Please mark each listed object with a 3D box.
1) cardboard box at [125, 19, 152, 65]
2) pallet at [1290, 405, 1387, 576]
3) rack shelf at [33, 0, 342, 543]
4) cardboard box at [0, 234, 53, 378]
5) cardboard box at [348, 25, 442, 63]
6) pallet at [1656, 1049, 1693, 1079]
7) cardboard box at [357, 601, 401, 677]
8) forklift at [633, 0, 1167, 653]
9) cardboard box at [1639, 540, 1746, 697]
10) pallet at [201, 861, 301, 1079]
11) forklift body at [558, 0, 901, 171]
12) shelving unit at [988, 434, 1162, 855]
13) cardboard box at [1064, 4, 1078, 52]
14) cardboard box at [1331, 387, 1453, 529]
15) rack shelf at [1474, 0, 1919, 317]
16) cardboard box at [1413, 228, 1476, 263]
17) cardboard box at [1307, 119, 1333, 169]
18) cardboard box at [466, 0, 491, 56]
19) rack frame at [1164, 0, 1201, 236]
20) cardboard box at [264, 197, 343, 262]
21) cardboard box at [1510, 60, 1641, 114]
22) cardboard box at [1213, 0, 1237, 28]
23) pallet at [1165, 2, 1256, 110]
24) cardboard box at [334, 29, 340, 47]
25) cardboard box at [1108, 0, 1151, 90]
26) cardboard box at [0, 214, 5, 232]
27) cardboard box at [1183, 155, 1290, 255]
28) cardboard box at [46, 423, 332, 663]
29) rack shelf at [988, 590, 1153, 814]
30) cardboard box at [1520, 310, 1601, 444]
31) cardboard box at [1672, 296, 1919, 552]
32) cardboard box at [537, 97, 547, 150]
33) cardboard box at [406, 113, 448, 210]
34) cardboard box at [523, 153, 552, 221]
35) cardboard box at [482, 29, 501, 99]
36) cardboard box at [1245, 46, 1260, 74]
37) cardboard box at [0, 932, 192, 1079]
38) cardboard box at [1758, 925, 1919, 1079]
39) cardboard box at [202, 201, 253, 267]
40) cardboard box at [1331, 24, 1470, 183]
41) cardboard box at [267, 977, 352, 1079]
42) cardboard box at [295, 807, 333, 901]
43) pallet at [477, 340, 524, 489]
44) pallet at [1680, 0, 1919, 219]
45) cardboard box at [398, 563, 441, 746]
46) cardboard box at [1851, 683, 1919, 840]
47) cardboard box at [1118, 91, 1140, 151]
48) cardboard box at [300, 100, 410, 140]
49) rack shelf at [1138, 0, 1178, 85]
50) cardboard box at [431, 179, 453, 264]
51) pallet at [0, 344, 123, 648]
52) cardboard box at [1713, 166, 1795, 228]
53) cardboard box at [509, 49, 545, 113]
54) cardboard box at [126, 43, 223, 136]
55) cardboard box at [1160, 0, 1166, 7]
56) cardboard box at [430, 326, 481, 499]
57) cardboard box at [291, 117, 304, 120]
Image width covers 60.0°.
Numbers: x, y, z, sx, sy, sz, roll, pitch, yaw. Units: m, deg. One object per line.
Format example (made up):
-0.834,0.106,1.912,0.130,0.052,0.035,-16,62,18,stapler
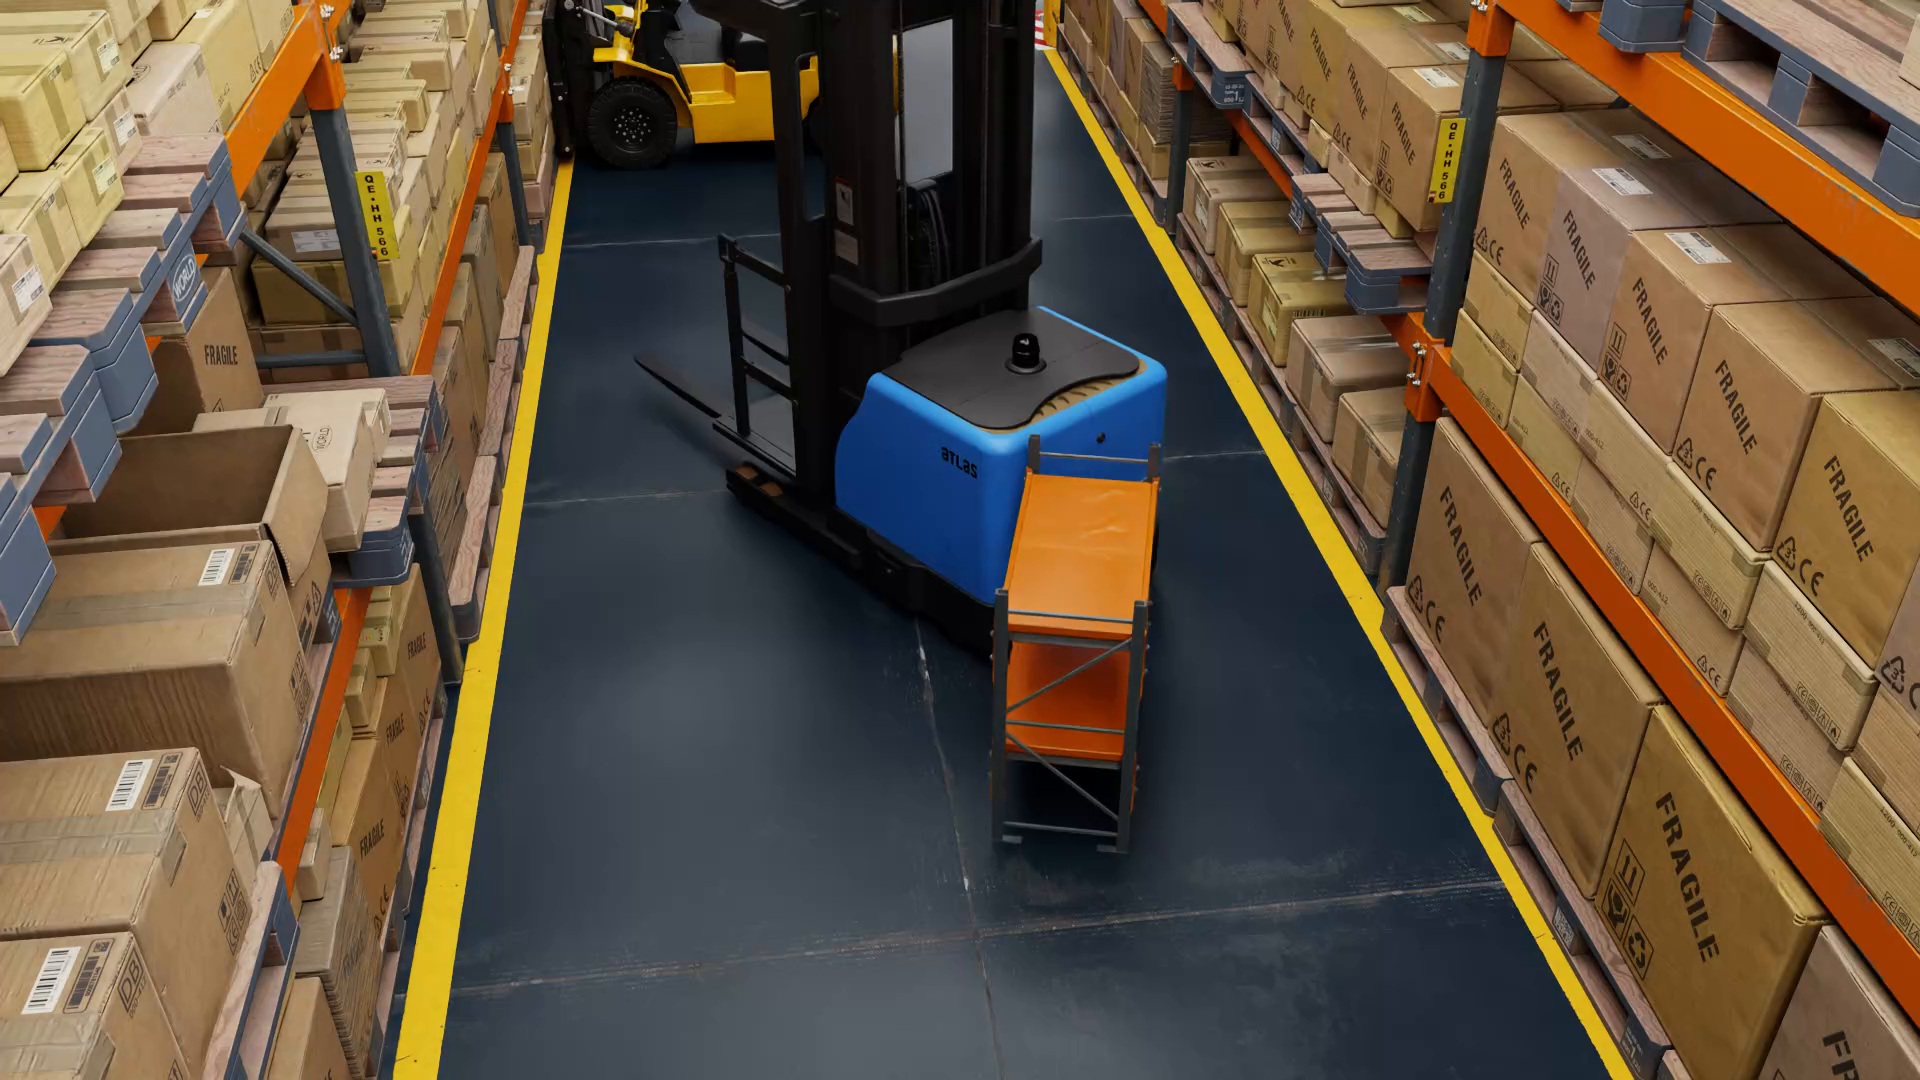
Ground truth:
-2.191,-1.225,3.999,0.380,0.149,0.250,-4,34,-6,cardboard box
2.251,-0.297,7.998,1.003,0.211,1.213,-4,35,-6,pallet
-2.294,-0.461,3.738,1.077,0.370,4.000,-4,35,-6,rack shelf
-1.752,-0.379,2.740,0.380,0.149,0.250,-4,34,-6,cardboard box
-2.634,-2.292,7.784,0.380,0.149,0.250,-4,34,-6,cardboard box
2.714,1.947,4.706,1.003,0.211,1.213,-4,35,-6,pallet
-2.179,0.363,5.825,0.380,0.149,0.250,-6,35,-9,cardboard box
-0.473,-1.489,7.332,1.130,2.935,3.031,-27,42,-33,forklift
2.392,0.195,4.934,0.500,0.250,0.500,-4,35,-6,cardboard box
-2.025,1.222,3.463,1.003,0.211,1.213,-4,35,-6,pallet
-1.576,-3.828,11.458,2.313,2.155,1.214,-4,35,-6,forklift body
0.438,0.371,6.207,0.538,1.125,1.048,5,35,7,shelving unit
1.113,-4.043,13.088,0.500,0.250,0.500,-5,35,-7,cardboard box
2.289,-0.417,7.658,0.950,0.372,0.625,-7,35,-10,cardboard box
2.624,-0.839,4.293,1.077,0.370,4.000,-4,35,-6,rack shelf
2.078,-1.248,6.767,0.380,0.149,0.250,-3,34,-5,cardboard box
1.815,-1.823,7.611,0.380,0.149,0.250,-4,34,-6,cardboard box
-2.782,-2.757,8.821,0.500,0.250,0.500,-5,35,-7,cardboard box
1.817,-3.245,9.848,1.000,3.000,0.127,-4,35,-6,rack frame
-2.314,-1.144,6.101,0.380,0.149,0.250,-3,34,-5,cardboard box
2.524,-1.619,6.737,0.500,0.500,0.500,-5,35,-8,cardboard box
1.664,-3.020,8.792,0.500,0.500,0.500,-4,35,-6,cardboard box
1.775,-2.728,9.260,1.003,0.211,1.213,-4,35,-6,pallet
-3.187,-2.389,7.927,0.380,0.149,0.250,-4,35,-6,cardboard box
1.331,-3.470,11.582,0.500,0.500,0.500,-3,34,-4,cardboard box
-1.790,-0.506,2.663,0.380,0.149,0.250,-5,35,-7,cardboard box
1.890,-2.040,10.041,0.950,0.372,0.625,-4,34,-6,cardboard box
-2.161,0.046,4.555,0.797,0.503,0.637,-5,35,-7,cardboard box
0.438,0.573,6.344,0.538,0.278,1.000,5,35,7,rack shelf
2.247,-0.568,5.608,0.500,0.250,0.500,-4,34,-5,cardboard box
2.374,-0.326,4.588,0.500,0.500,0.500,-4,34,-6,cardboard box
-2.930,-2.685,10.651,0.500,0.250,0.500,-5,35,-7,cardboard box
-2.500,-1.619,7.151,0.500,0.250,0.500,-5,35,-8,cardboard box
-2.838,-2.199,10.382,0.500,0.250,0.500,-4,34,-6,cardboard box
-2.774,-2.544,8.952,0.500,0.250,0.500,-4,34,-5,cardboard box
1.710,-2.543,8.669,0.380,0.149,0.250,-4,34,-6,cardboard box
-1.869,1.096,3.017,0.700,0.500,0.500,-4,34,-5,cardboard box
2.730,1.584,4.276,0.875,0.875,0.875,-3,34,-5,cardboard box
-2.808,-1.110,6.051,0.380,0.149,0.250,-3,34,-5,cardboard box
1.938,-1.871,7.106,0.500,0.500,0.500,-5,35,-7,cardboard box
-2.012,1.594,4.593,0.500,0.500,0.500,-5,35,-8,cardboard box
-2.095,0.955,4.956,0.380,0.149,0.250,-6,35,-9,cardboard box
-2.796,-0.624,8.478,1.003,0.211,1.213,-4,35,-6,pallet
2.647,-1.195,4.344,1.003,0.211,1.213,-3,34,-4,pallet
-2.293,0.444,6.281,0.500,0.500,0.500,-3,34,-5,cardboard box
2.518,0.569,3.941,0.500,0.250,0.500,-4,34,-5,cardboard box
1.389,-2.888,11.393,0.500,0.250,0.500,-5,35,-8,cardboard box
-2.523,-1.718,6.942,0.380,0.149,0.250,-4,34,-6,cardboard box
1.548,-4.064,11.688,1.077,0.370,4.000,-4,35,-6,rack shelf
-2.520,-1.407,7.284,0.500,0.250,0.500,-5,35,-8,cardboard box
-2.044,0.066,2.493,1.213,0.211,1.003,-4,35,-6,pallet
2.761,-0.913,5.449,0.500,0.500,0.500,-4,34,-6,cardboard box
-2.914,-2.897,10.519,0.500,0.250,0.500,-4,35,-6,cardboard box
-2.118,-0.985,4.001,0.500,0.250,0.500,-4,35,-6,cardboard box
1.431,-3.436,10.352,0.380,0.149,0.250,-4,34,-5,cardboard box
-2.729,-0.540,7.615,0.875,0.625,0.625,-3,34,-5,cardboard box
-3.094,-1.855,7.498,0.500,0.250,0.500,-5,35,-7,cardboard box
